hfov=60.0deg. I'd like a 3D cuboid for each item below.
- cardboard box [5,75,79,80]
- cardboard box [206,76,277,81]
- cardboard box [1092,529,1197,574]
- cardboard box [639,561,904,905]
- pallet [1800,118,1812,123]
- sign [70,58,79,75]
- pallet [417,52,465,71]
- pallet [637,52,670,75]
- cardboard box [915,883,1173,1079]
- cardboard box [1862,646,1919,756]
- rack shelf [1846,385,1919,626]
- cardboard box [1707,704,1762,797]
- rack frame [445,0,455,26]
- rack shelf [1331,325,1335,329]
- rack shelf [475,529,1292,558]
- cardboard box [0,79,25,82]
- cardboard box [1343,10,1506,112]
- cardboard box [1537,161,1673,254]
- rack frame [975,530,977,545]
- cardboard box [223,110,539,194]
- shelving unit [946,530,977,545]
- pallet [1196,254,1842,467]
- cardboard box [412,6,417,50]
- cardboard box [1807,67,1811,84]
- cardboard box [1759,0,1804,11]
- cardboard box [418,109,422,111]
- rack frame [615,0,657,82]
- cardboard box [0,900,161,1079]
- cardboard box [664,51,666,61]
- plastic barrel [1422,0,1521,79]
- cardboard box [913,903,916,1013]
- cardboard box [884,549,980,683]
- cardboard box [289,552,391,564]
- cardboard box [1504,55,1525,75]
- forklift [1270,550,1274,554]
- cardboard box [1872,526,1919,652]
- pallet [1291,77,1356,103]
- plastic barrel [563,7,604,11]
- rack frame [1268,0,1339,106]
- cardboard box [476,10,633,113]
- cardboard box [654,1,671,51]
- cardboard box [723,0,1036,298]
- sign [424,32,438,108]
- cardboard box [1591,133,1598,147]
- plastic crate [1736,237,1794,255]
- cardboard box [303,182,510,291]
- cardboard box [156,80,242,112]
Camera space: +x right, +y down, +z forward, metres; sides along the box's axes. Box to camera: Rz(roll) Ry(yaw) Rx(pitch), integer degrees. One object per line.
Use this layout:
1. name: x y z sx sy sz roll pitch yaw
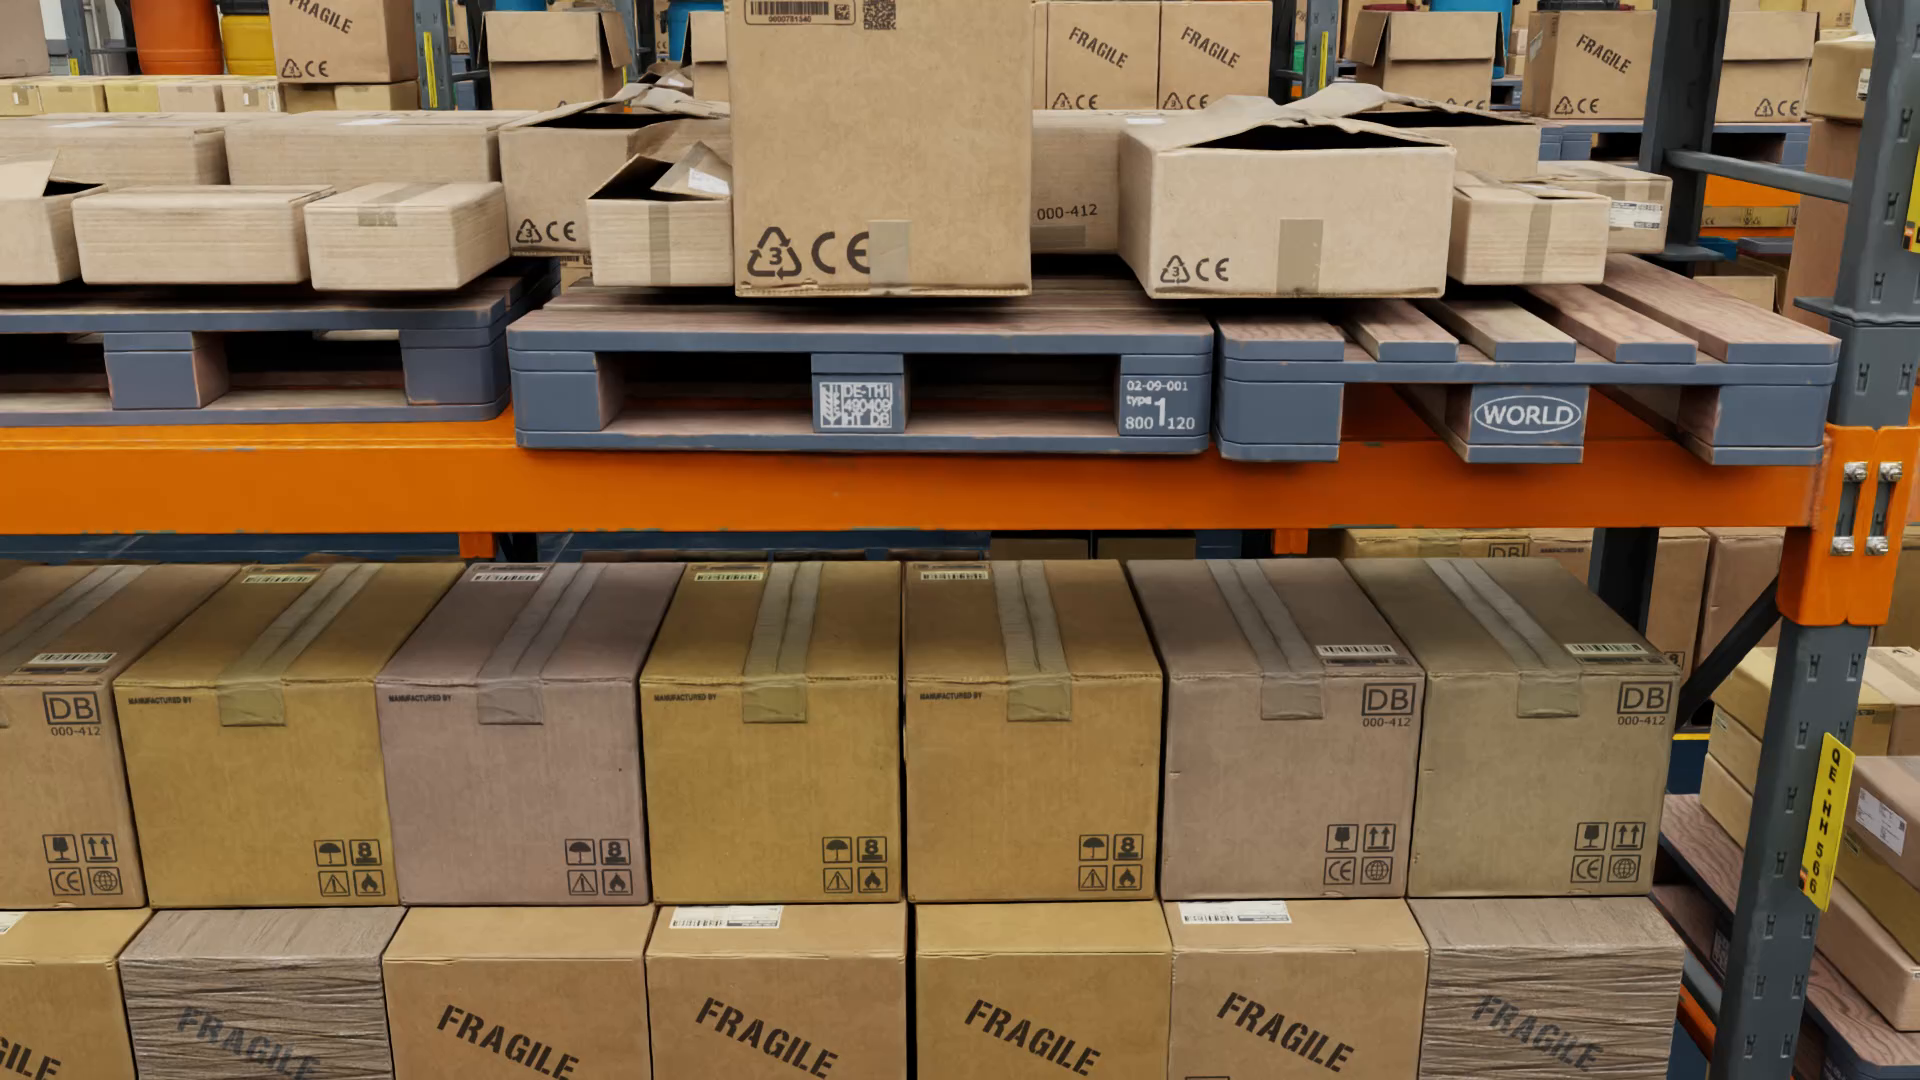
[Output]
1. cardboard box: -4.526 -2.203 8.186 0.250 0.149 0.380 -1 18 -4
2. cardboard box: -3.487 -2.195 8.163 0.250 0.149 0.380 0 18 1
3. cardboard box: 0.955 0.029 8.690 0.500 0.250 0.500 0 18 1
4. cardboard box: -0.377 0.393 3.612 0.500 0.500 0.700 0 18 -1
5. pallet: 4.708 -1.944 8.099 1.217 0.209 0.805 -1 18 -3
6. sign: -6.449 -3.345 12.140 0.005 0.325 0.100 0 18 -1
7. pallet: -5.820 -4.975 17.381 1.213 0.211 1.003 0 18 -1
8. pallet: -3.380 -4.987 17.418 1.213 0.211 1.003 0 18 -1
9. cardboard box: 0.157 0.950 3.513 0.500 0.500 0.500 -1 18 -2
10. cardboard box: 2.335 0.402 4.133 0.250 0.149 0.380 0 18 -2
11. rack shelf: 3.601 -0.187 3.486 4.000 0.370 1.077 0 18 -1
12. cardboard box: 2.088 0.545 4.174 0.250 0.149 0.380 0 18 0
13. rack frame: -6.609 -7.963 21.640 0.127 3.000 1.000 0 18 -1
14. rack shelf: 3.546 -1.787 13.384 4.000 0.370 1.077 0 18 -1
15. rack shelf: -0.376 -0.254 8.608 4.000 0.370 1.077 0 18 -1
16. cardboard box: -4.546 -2.057 7.731 0.250 0.149 0.380 0 18 -1
17. cardboard box: 2.233 -2.309 8.068 0.637 0.503 0.797 1 18 2
18. cardboard box: 1.265 -0.695 3.452 0.250 0.149 0.380 -1 18 -3
19. rack frame: 0.110 -0.429 11.412 0.006 0.900 0.240 0 18 -1
20. cardboard box: -1.167 -0.750 3.457 0.500 0.250 0.500 0 18 -1
21. shelving unit: 0.008 -0.429 11.410 0.210 0.900 0.258 0 18 -1
22. pallet: 0.959 -0.410 3.315 1.003 0.211 1.213 1 18 2
23. cardboard box: -5.953 -5.339 17.285 0.637 0.503 0.797 1 18 3
24. cardboard box: 4.525 -2.234 8.149 0.500 0.311 0.500 -1 18 -3
25. cardboard box: 8.456 -5.639 17.504 0.500 0.500 0.700 0 18 -1
26. cardboard box: -2.829 -2.020 8.270 0.500 0.250 0.500 -1 18 -3
27. rack frame: -2.453 -4.957 12.267 0.127 3.000 1.000 0 18 -1
28. cardboard box: -1.868 0.960 3.481 0.500 0.500 0.500 0 18 0
29. cardboard box: -4.147 -6.675 22.339 0.500 0.500 0.500 0 18 -1
30. plastic barrel: 3.841 -3.951 12.534 0.708 0.901 0.600 0 18 -1
31. cardboard box: 0.136 0.786 4.022 0.500 0.500 0.500 0 18 -1
32. cardboard box: -0.167 0.395 8.778 0.500 0.500 0.700 1 18 4
33. cardboard box: -3.348 0.398 8.802 0.500 0.500 0.500 6 19 17
34. cardboard box: 5.961 -4.935 17.356 0.500 0.250 0.500 0 18 -1
35. forklift: 3.576 -1.374 11.033 3.031 2.935 1.130 0 18 1
36. cardboard box: 4.984 0.195 8.820 0.875 0.875 1.225 0 18 -1
37. pallet: 2.312 -3.432 12.733 1.213 0.211 1.003 0 18 -1
38. plastic barrel: -2.887 -3.840 12.825 0.421 0.512 0.421 0 18 0
39. rack frame: 1.624 -3.463 7.612 0.127 3.000 1.000 0 18 -1
40. cardboard box: -1.904 -2.237 7.843 0.637 0.503 0.797 -1 18 -4
41. cardboard box: -3.036 -5.434 17.584 0.500 0.500 0.500 1 18 4
42. cardboard box: -0.132 -0.721 2.959 0.500 0.500 0.500 0 18 -1
43. sign: -2.359 -2.096 7.414 0.005 0.325 0.100 0 18 -1
44. cardboard box: 6.463 -4.094 17.599 0.500 0.500 0.500 -1 18 -3
45. plastic crate: 6.442 -2.125 13.060 0.583 0.464 0.402 0 18 -1
46. cardboard box: -0.993 -0.556 3.018 0.250 0.149 0.380 0 18 -1
47. cardboard box: -3.489 -2.034 7.660 0.250 0.149 0.380 -1 18 -3
